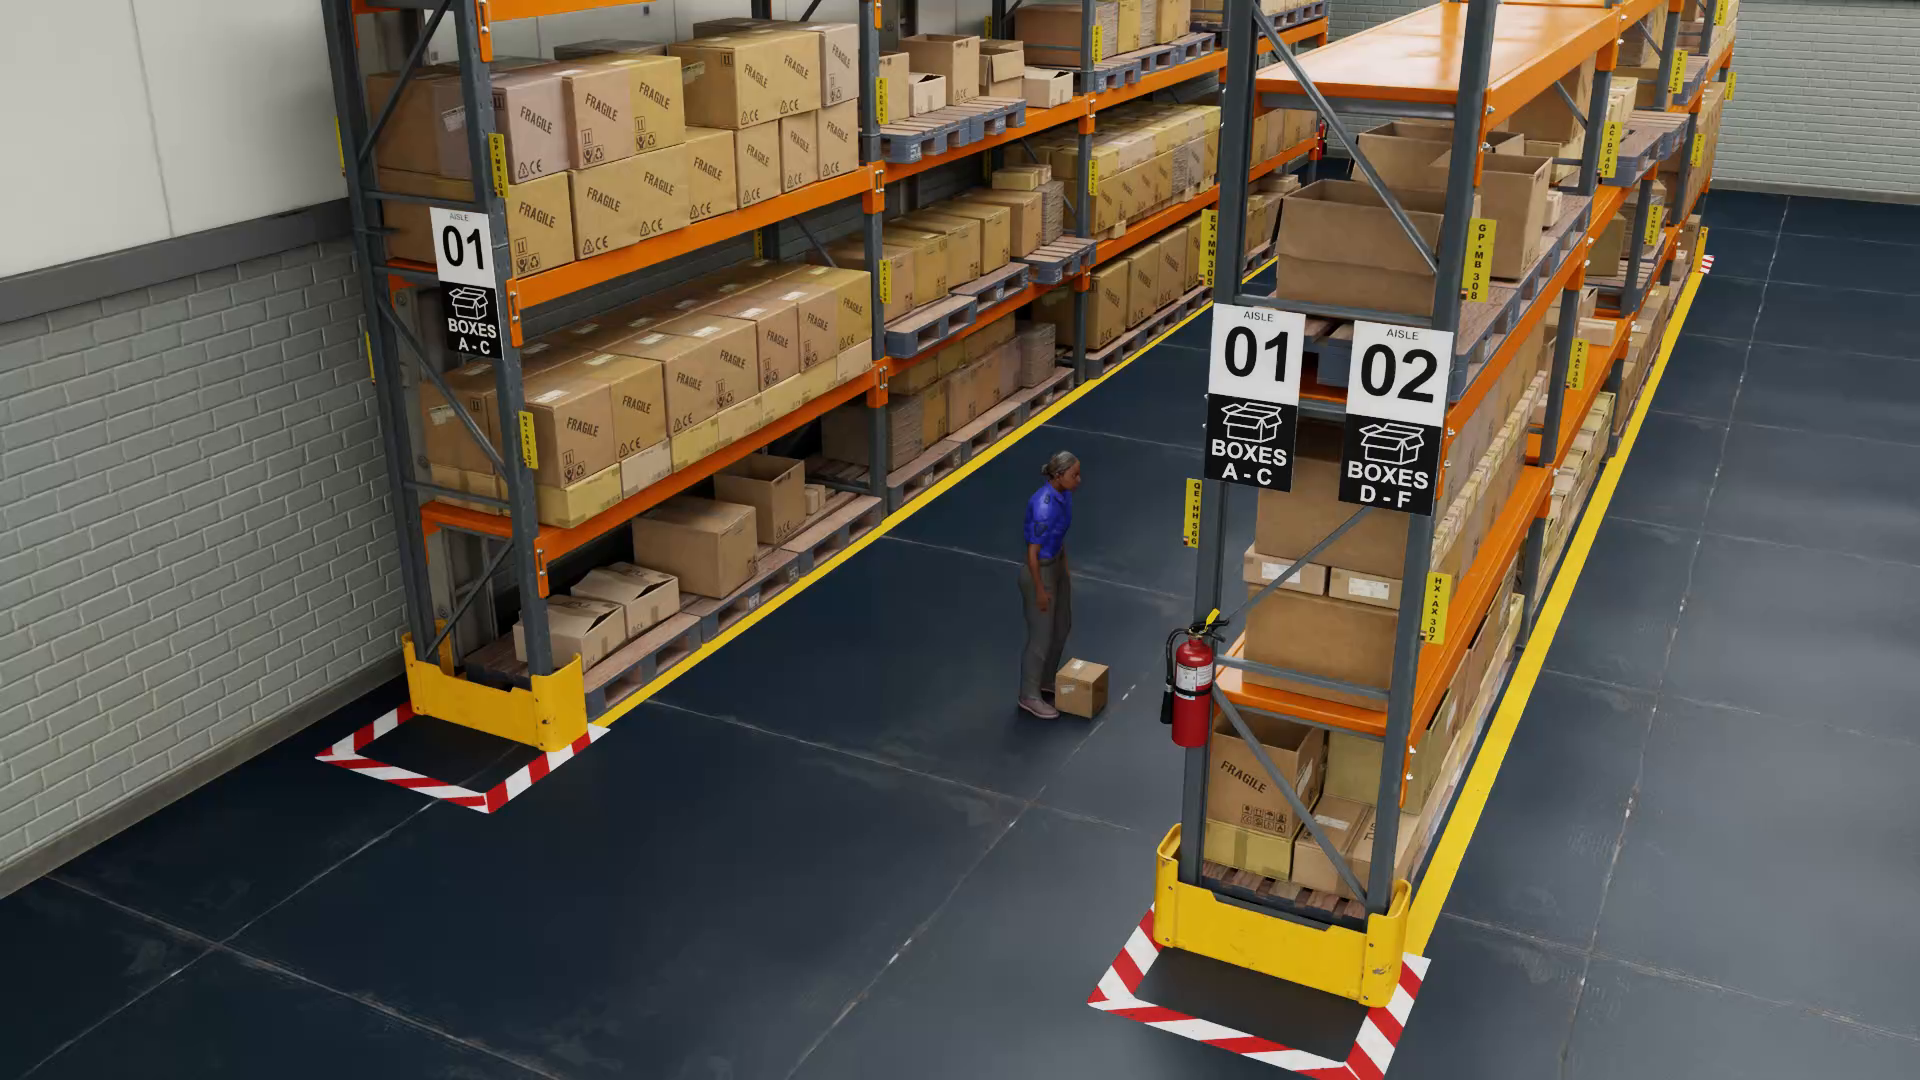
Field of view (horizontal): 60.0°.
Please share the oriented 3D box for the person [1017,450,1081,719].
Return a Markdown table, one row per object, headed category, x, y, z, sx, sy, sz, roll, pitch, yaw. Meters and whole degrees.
| category | x | y | z | sx | sy | sz | roll | pitch | yaw |
| --- | --- | --- | --- | --- | --- | --- | --- | --- | --- |
| person | 0.547 | 0.237 | 10.173 | 0.349 | 1.655 | 0.532 | 10 | 25 | 22 |
